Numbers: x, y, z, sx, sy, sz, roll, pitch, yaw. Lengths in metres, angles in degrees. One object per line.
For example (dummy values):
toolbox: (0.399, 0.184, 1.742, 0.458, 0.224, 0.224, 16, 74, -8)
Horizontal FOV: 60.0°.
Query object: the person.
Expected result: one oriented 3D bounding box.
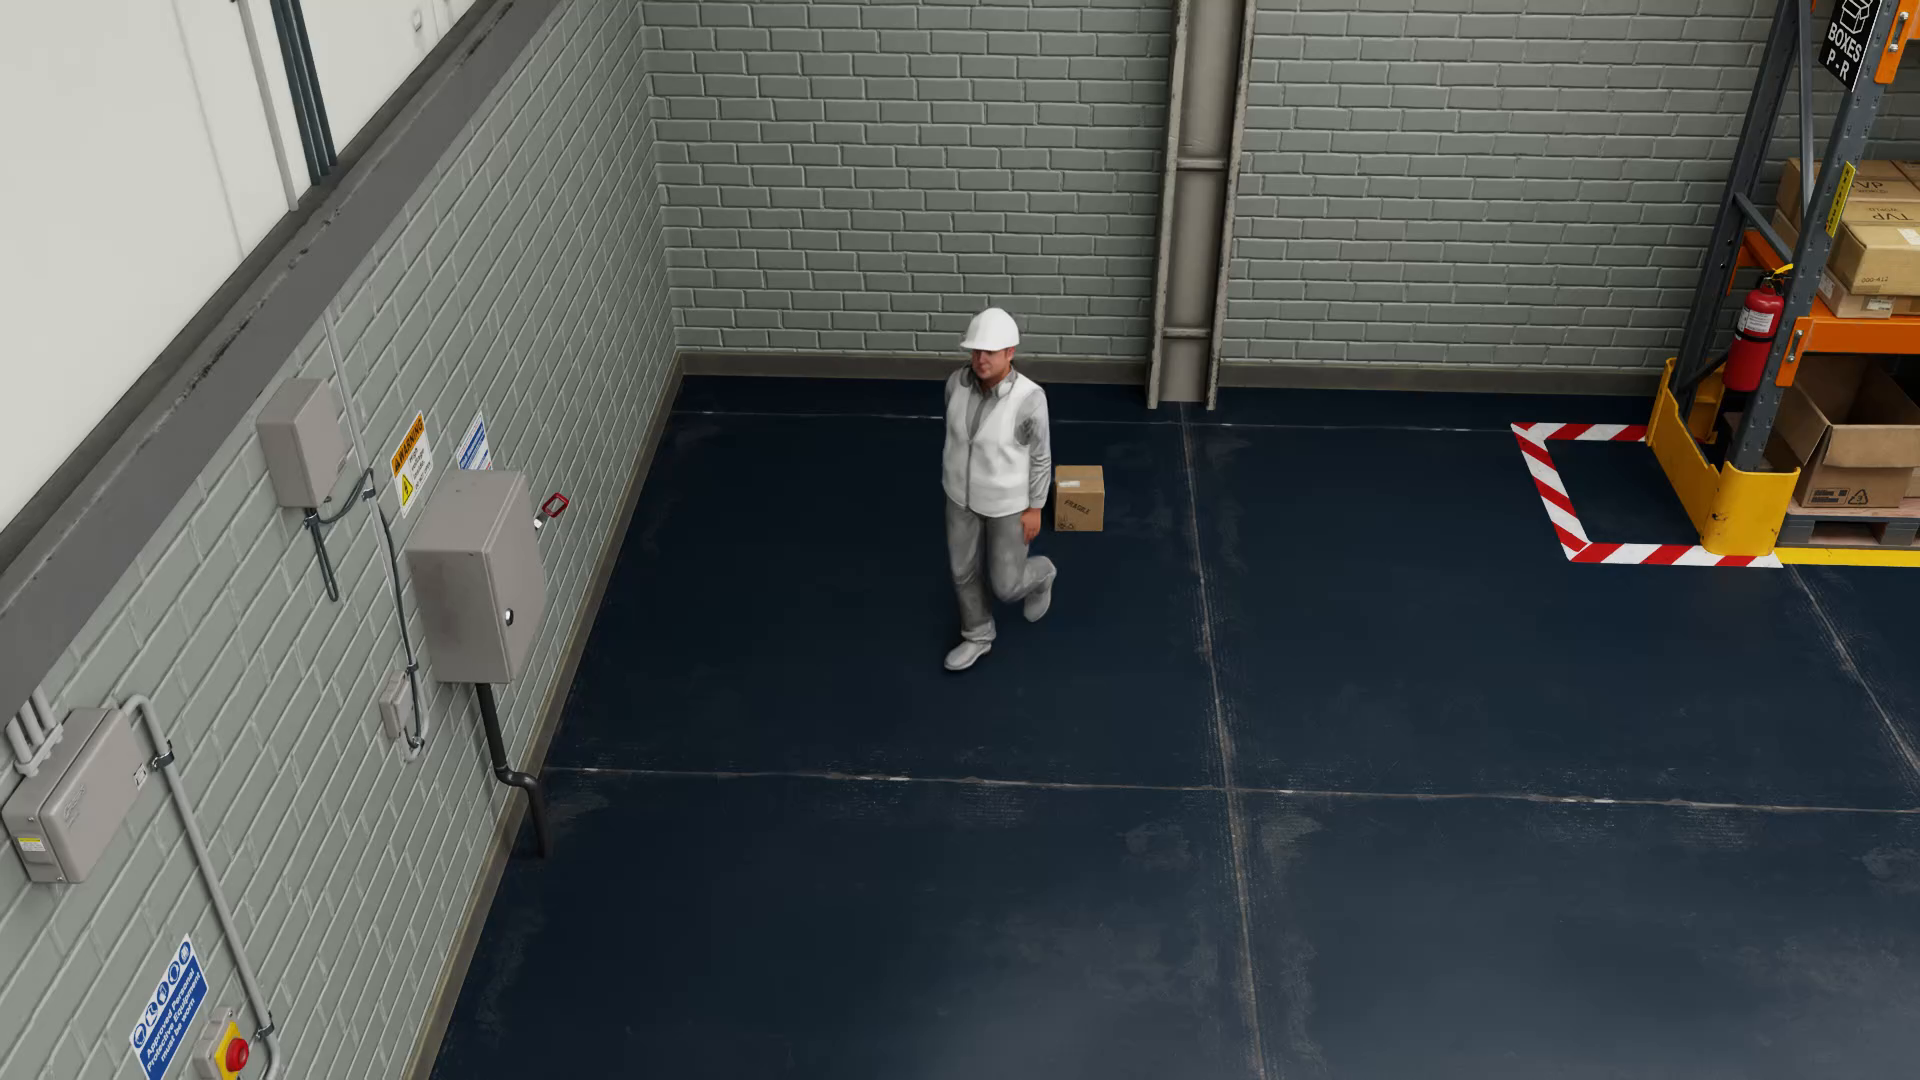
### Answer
person: (0.174, -0.235, 7.401, 0.539, 1.759, 0.670, 21, 41, 27)
